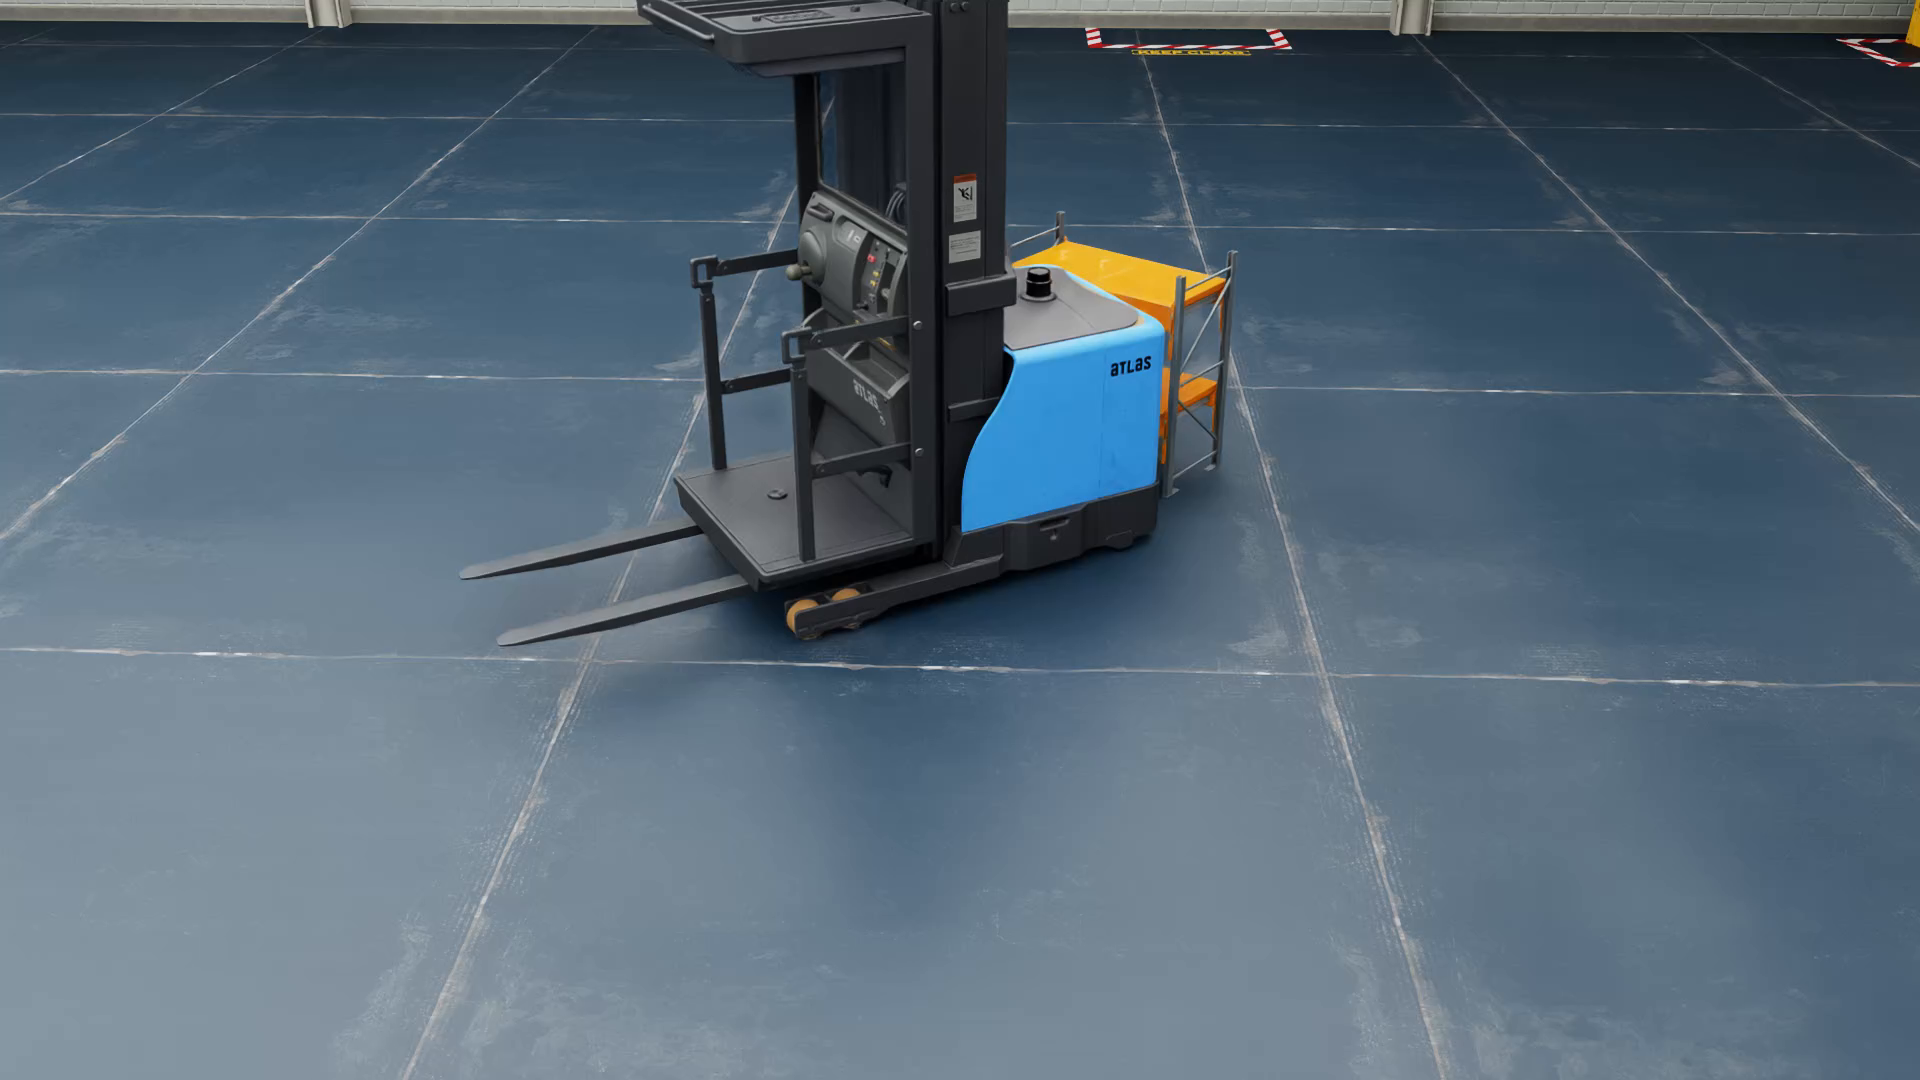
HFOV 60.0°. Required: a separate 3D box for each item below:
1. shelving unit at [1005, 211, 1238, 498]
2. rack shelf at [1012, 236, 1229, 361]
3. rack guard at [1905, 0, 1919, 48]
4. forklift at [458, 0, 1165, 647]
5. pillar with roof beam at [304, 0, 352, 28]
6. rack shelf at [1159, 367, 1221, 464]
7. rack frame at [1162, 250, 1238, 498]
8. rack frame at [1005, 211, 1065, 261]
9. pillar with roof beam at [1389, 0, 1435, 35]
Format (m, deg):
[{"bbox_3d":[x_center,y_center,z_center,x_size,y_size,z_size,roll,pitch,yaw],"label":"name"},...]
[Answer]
[{"bbox_3d":[0.765,-0.947,8.335,1.048,1.125,0.538,21,34,34],"label":"shelving unit"},{"bbox_3d":[0.765,-1.205,8.198,1.000,0.278,0.538,21,34,34],"label":"rack shelf"},{"bbox_3d":[10.282,-5.305,17.223,0.348,0.500,1.175,1,28,2],"label":"rack guard"},{"bbox_3d":[-0.629,-1.160,6.810,3.031,2.935,1.130,-14,31,-25],"label":"forklift"},{"bbox_3d":[-7.205,-7.737,12.737,0.400,9.000,9.100,1,28,2],"label":"pillar with roof beam"},{"bbox_3d":[0.765,-0.731,8.449,1.000,0.278,0.538,21,34,34],"label":"rack shelf"},{"bbox_3d":[1.160,-0.797,8.052,0.032,1.125,0.500,21,34,34],"label":"rack frame"},{"bbox_3d":[0.371,-1.097,8.618,0.032,1.125,0.500,21,34,34],"label":"rack frame"},{"bbox_3d":[4.788,-7.539,12.363,0.400,9.000,9.100,1,28,2],"label":"pillar with roof beam"}]
